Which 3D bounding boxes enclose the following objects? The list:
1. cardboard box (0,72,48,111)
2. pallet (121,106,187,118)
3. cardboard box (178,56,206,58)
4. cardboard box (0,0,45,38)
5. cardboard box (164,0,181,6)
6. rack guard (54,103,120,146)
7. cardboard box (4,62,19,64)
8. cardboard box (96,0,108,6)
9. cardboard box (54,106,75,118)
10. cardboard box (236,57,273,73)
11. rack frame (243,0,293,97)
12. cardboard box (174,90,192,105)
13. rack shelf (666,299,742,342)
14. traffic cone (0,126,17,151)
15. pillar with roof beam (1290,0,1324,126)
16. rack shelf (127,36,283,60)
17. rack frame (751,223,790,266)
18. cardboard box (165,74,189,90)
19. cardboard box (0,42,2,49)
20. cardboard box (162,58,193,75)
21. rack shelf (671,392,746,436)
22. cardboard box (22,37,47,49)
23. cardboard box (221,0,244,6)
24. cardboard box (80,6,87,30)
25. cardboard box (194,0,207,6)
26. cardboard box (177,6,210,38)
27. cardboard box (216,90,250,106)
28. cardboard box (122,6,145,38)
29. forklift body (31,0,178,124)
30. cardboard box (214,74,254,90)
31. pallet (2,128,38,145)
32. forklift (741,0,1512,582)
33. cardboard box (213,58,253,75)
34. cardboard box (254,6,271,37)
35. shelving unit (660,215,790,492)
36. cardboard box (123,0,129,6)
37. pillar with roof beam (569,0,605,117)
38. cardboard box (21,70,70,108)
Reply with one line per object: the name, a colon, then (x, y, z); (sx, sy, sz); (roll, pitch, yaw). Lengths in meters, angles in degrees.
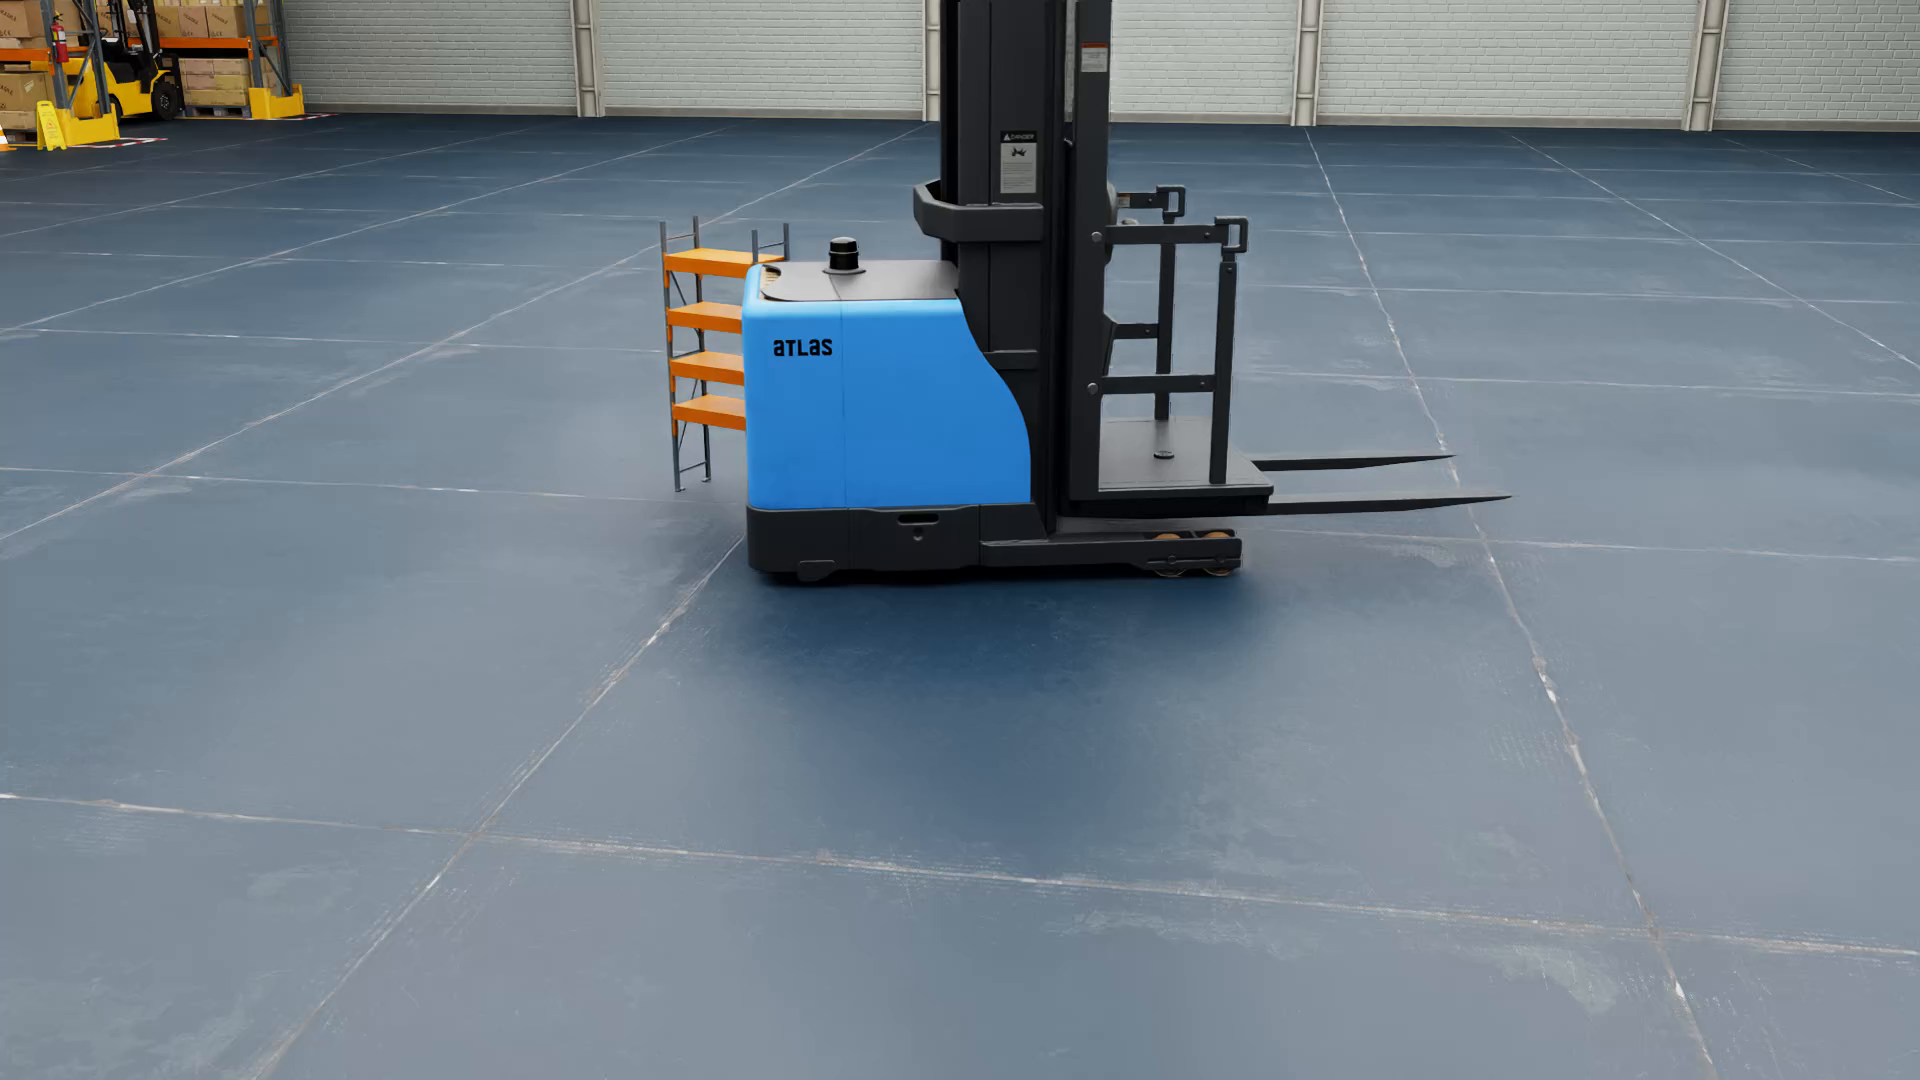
cardboard box: (-13.321, -6.343, 23.523); (0.500, 0.500, 0.500); (3, 19, 9)
pallet: (-13.668, -7.454, 28.748); (1.213, 0.211, 1.003); (3, 19, 9)
cardboard box: (-13.136, -8.194, 28.662); (0.500, 0.250, 0.500); (3, 19, 8)
cardboard box: (-13.068, -7.263, 23.156); (0.500, 0.500, 0.500); (3, 19, 8)
cardboard box: (-13.110, -9.024, 27.866); (0.250, 0.149, 0.380); (2, 19, 7)
rack guard: (-12.564, -5.952, 23.804); (0.348, 0.500, 1.175); (3, 19, 9)
cardboard box: (-16.937, -8.027, 29.148); (0.625, 0.625, 0.875); (3, 19, 8)
cardboard box: (-14.373, -9.080, 28.035); (0.250, 0.149, 0.380); (3, 19, 8)
cardboard box: (-13.241, -6.156, 24.146); (0.500, 0.250, 0.500); (3, 19, 8)
cardboard box: (-12.150, -8.142, 28.505); (0.500, 0.250, 0.500); (3, 19, 8)
rack frame: (-11.705, -8.689, 28.044); (0.127, 3.000, 1.000); (3, 19, 9)
cardboard box: (-13.201, -7.565, 28.356); (0.500, 0.250, 0.500); (3, 19, 9)
rack shelf: (-1.001, -0.928, 7.193); (0.480, 0.148, 0.258); (11, 21, 29)
traffic cone: (-13.118, -5.548, 22.655); (0.334, 0.463, 0.336); (3, 19, 9)
pillar with roof beam: (4.840, -9.597, 21.302); (0.400, 9.000, 9.100); (3, 19, 9)
rack shelf: (-13.680, -8.448, 28.459); (4.000, 0.370, 1.077); (3, 19, 9)
rack frame: (-0.791, -0.740, 7.125); (0.015, 1.200, 0.240); (11, 21, 29)
cardboard box: (-13.242, -7.796, 28.258); (0.500, 0.250, 0.500); (2, 19, 7)
cardboard box: (-13.410, -6.964, 23.285); (0.250, 0.149, 0.380); (3, 19, 8)
cardboard box: (-13.214, -8.030, 28.170); (0.500, 0.250, 0.500); (3, 19, 9)
rack shelf: (-1.001, -0.528, 7.327); (0.480, 0.148, 0.258); (11, 21, 29)
cardboard box: (-12.892, -6.966, 23.292); (0.250, 0.149, 0.380); (4, 19, 10)
cardboard box: (-12.092, -8.974, 27.715); (0.250, 0.149, 0.380); (3, 19, 9)
cardboard box: (-14.741, -8.812, 28.256); (0.500, 0.500, 0.500); (3, 19, 10)
cardboard box: (-12.596, -9.009, 27.822); (0.250, 0.149, 0.380); (3, 19, 10)
cardboard box: (-12.744, -8.708, 27.943); (0.500, 0.500, 0.500); (4, 19, 10)
cardboard box: (-12.219, -7.509, 28.189); (0.500, 0.250, 0.500); (3, 19, 9)
cardboard box: (-13.748, -8.755, 28.085); (0.500, 0.500, 0.500); (3, 19, 9)
forklift body: (-13.867, -7.810, 26.756); (1.214, 2.155, 2.313); (3, 19, 9)
cardboard box: (-12.235, -7.748, 28.115); (0.500, 0.250, 0.500); (3, 19, 8)
pallet: (-13.360, -5.867, 24.005); (1.213, 0.211, 1.003); (3, 19, 9)
forklift: (0.664, -1.411, 6.401); (3.031, 2.935, 1.130); (-2, 19, -5)
cardboard box: (-12.209, -7.984, 28.032); (0.500, 0.250, 0.500); (4, 19, 10)
cardboard box: (-12.150, -8.848, 28.363); (0.500, 0.500, 0.500); (4, 19, 10)
shelving unit: (-1.001, -0.780, 7.242); (0.503, 1.200, 0.258); (11, 21, 29)
cardboard box: (-13.858, -9.063, 27.981); (0.250, 0.149, 0.380); (3, 19, 8)
pillar with roof beam: (-7.009, -10.201, 23.107); (0.400, 9.000, 9.100); (3, 19, 9)
cardboard box: (-13.265, -6.513, 24.030); (0.500, 0.500, 0.500); (2, 19, 7)
